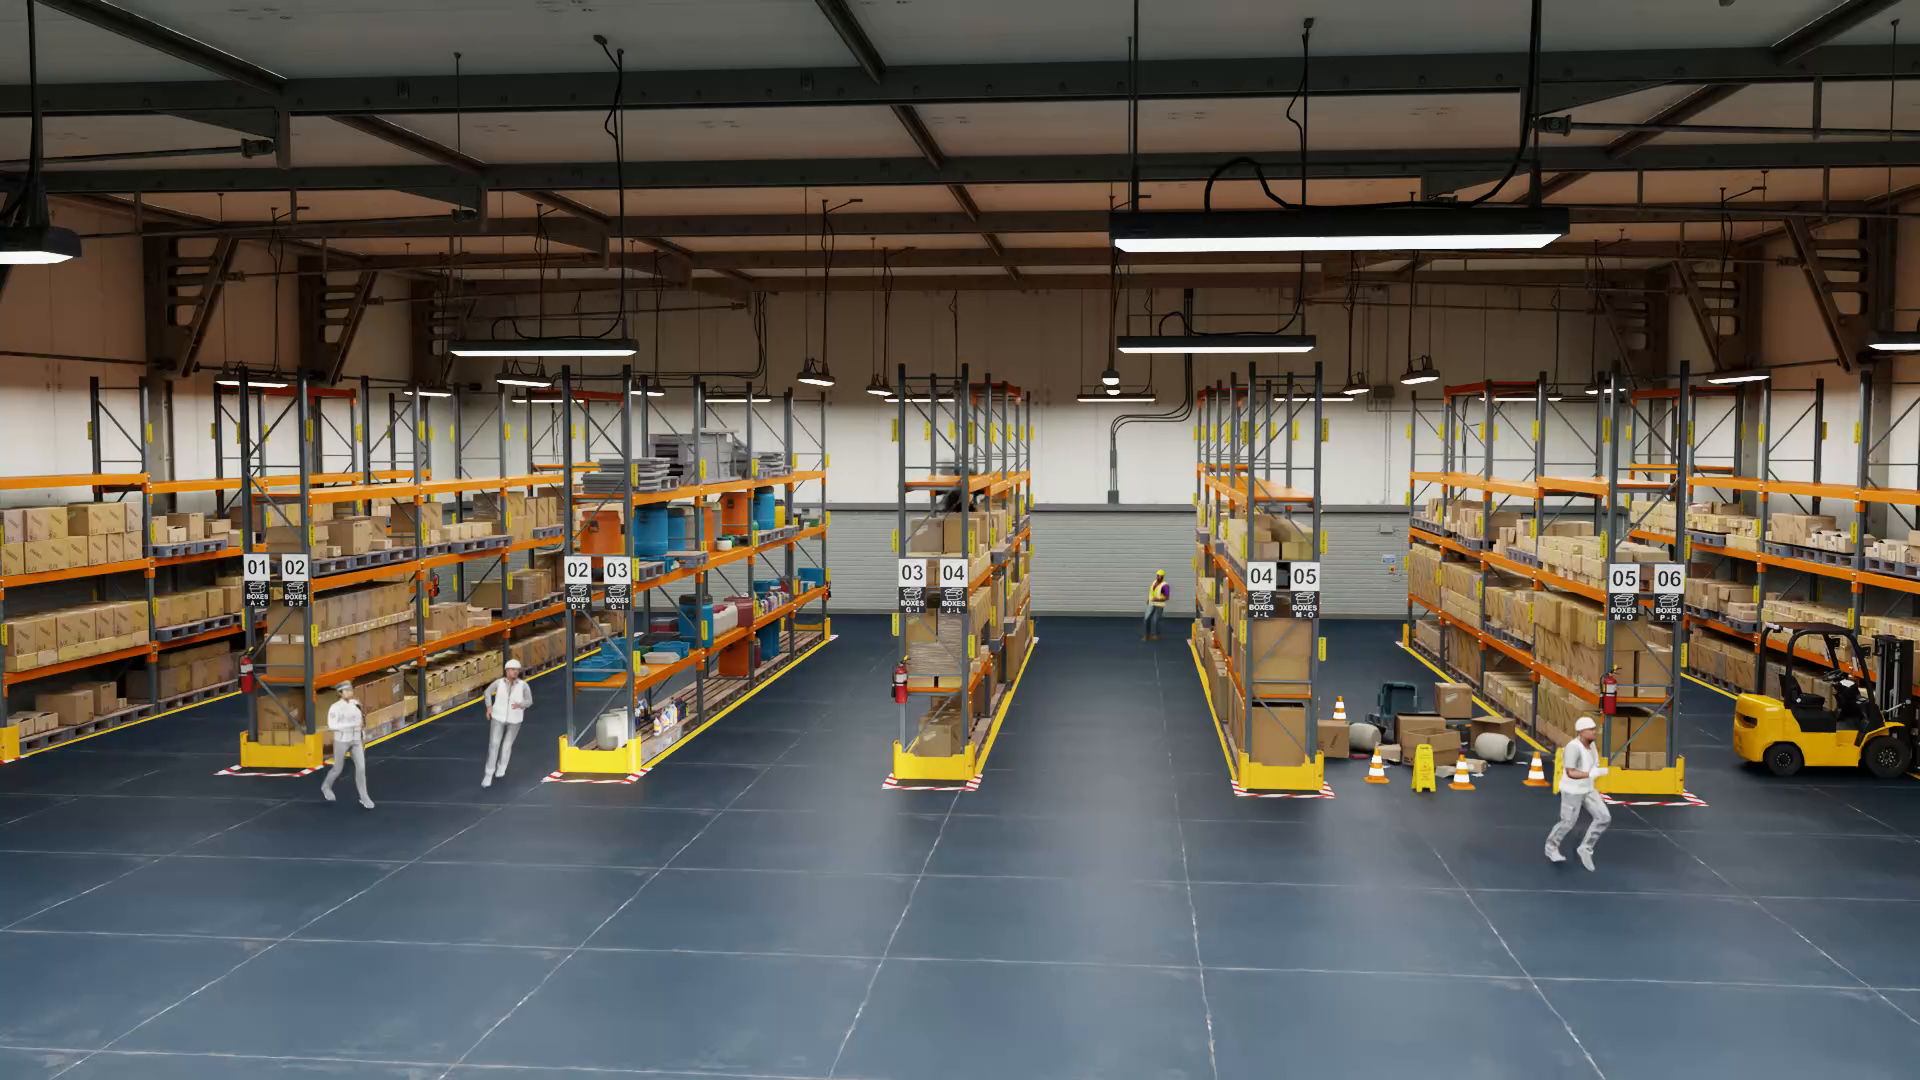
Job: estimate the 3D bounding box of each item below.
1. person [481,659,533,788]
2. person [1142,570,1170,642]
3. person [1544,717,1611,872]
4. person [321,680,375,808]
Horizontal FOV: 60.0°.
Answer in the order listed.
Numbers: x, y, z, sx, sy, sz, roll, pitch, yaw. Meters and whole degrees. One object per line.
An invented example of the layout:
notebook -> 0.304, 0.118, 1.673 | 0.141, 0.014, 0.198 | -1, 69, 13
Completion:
person -> -6.498, 2.590, 23.861 | 0.727, 1.753, 0.841 | -1, 4, -15
person -> 4.725, 1.597, 39.790 | 0.710, 1.768, 0.674 | 3, 5, 40
person -> 7.085, 2.895, 19.040 | 0.715, 1.777, 0.832 | -3, 5, -39
person -> -8.189, 2.705, 22.240 | 0.911, 1.691, 0.605 | 3, 4, 35
